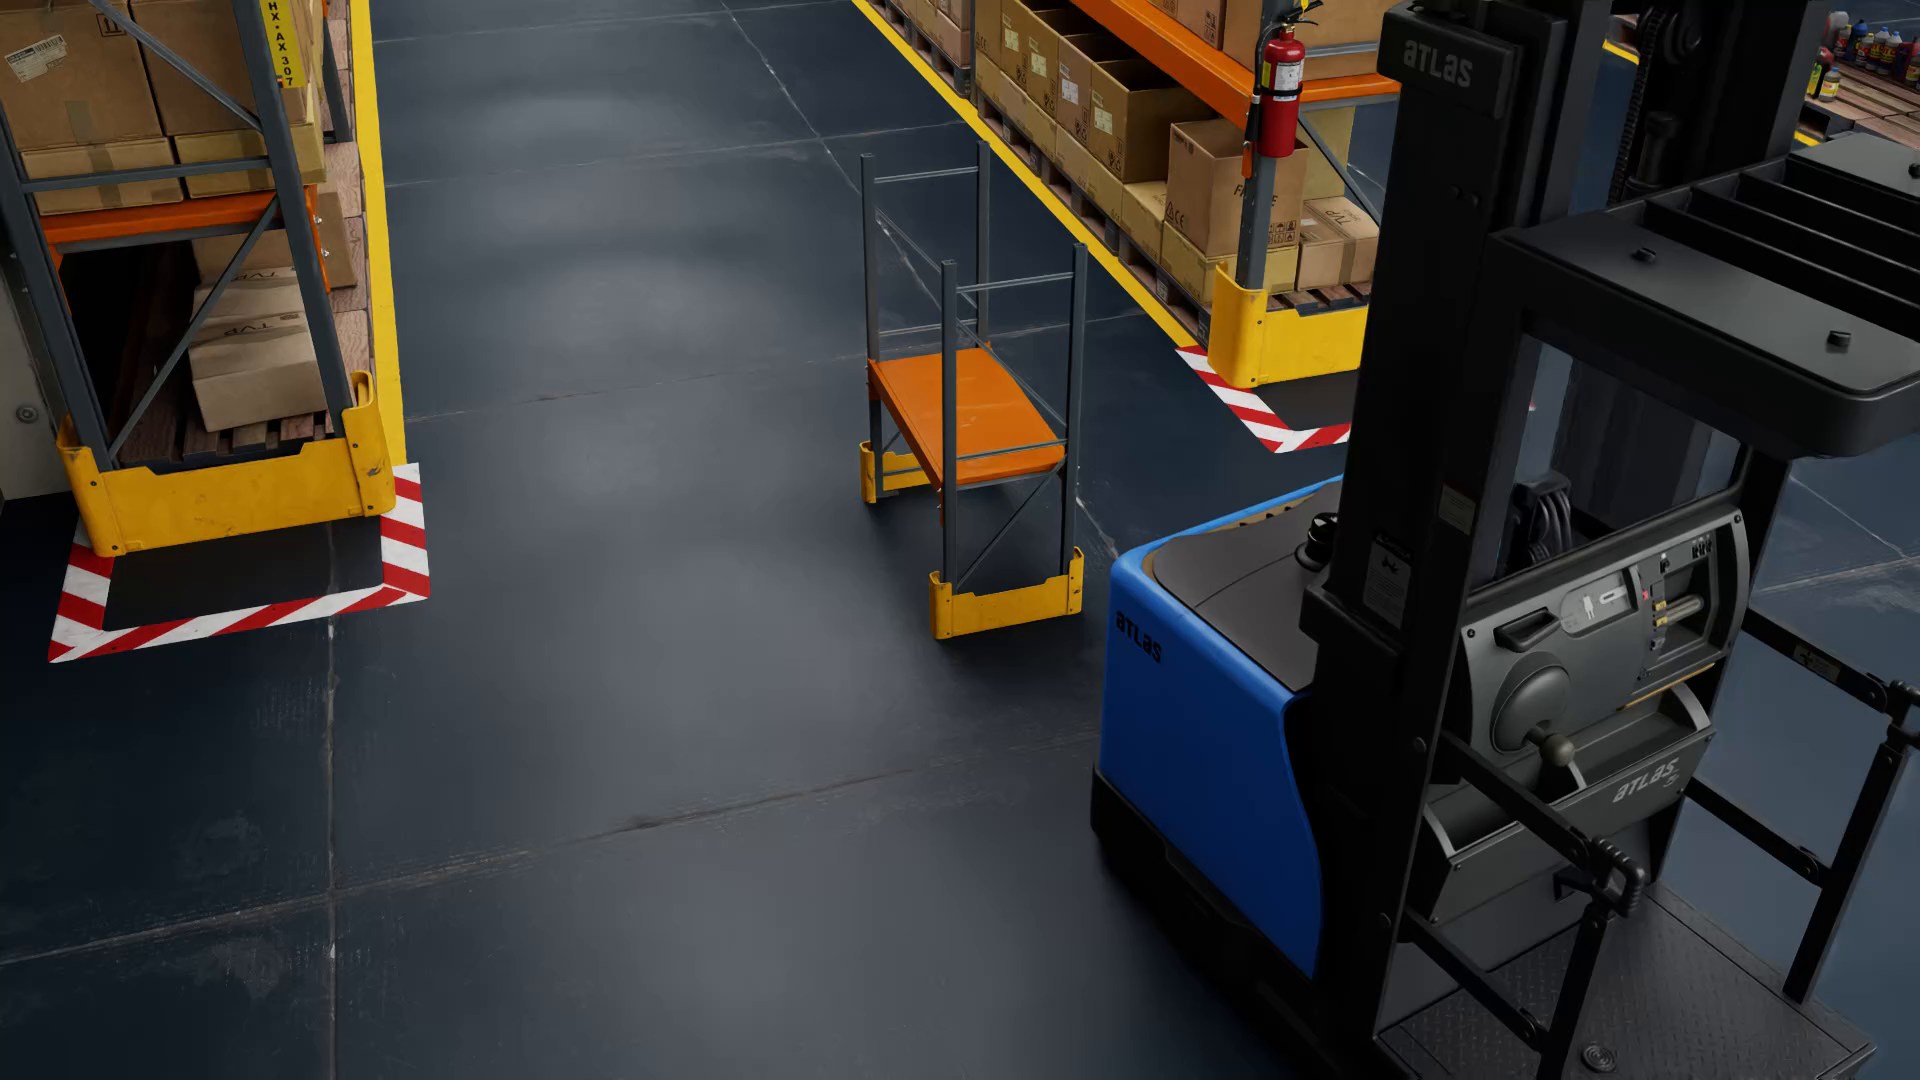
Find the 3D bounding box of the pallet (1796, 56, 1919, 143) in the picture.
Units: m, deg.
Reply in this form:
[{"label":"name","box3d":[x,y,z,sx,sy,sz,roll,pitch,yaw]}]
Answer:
[{"label":"pallet","box3d":[5.821,-2.922,10.981,1.003,0.211,1.213,-10,35,-15]}]

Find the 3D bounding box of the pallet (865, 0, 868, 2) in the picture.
[{"label":"pallet","box3d":[-0.444,-4.754,13.753,1.003,0.211,1.213,-10,35,-15]}]

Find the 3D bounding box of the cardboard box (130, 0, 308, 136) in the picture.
[{"label":"cardboard box","box3d":[-2.794,-1.881,6.313,0.500,0.500,0.500,-10,35,-15]}]

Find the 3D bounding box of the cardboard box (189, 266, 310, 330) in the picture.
[{"label":"cardboard box","box3d":[-3.234,-1.060,7.674,0.500,0.311,0.500,-7,34,-11]}]

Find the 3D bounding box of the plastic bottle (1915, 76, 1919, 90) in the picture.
[{"label":"plastic bottle","box3d":[6.244,-3.037,10.700,0.097,0.271,0.097,0,33,0]}]

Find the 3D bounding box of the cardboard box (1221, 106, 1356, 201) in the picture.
[{"label":"cardboard box","box3d":[1.676,-2.078,8.607,0.500,0.500,0.500,-10,35,-15]}]

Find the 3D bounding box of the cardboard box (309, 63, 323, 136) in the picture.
[{"label":"cardboard box","box3d":[-2.953,-1.847,6.942,0.500,0.250,0.500,-11,35,-16]}]

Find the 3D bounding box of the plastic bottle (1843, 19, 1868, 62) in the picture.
[{"label":"plastic bottle","box3d":[6.047,-3.375,11.213,0.097,0.271,0.097,0,33,0]}]

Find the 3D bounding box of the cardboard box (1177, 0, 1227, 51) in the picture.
[{"label":"cardboard box","box3d":[1.487,-2.720,8.055,0.700,0.500,0.500,-9,35,-13]}]

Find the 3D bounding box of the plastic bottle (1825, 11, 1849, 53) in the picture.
[{"label":"plastic bottle","box3d":[5.954,-3.488,11.380,0.152,0.276,0.135,-9,35,-14]}]

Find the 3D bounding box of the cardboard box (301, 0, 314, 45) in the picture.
[{"label":"cardboard box","box3d":[-3.087,-2.414,7.121,0.500,0.500,0.500,-11,35,-16]}]

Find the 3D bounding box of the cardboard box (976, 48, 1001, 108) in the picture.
[{"label":"cardboard box","box3d":[0.414,-2.990,10.667,0.500,0.250,0.500,-10,35,-15]}]

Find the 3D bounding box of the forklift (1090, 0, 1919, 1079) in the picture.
[{"label":"forklift","box3d":[1.605,0.275,3.675,1.130,2.935,3.031,-18,38,-26]}]

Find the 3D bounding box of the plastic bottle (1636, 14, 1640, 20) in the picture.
[{"label":"plastic bottle","box3d":[4.960,-3.891,11.994,0.097,0.271,0.097,0,33,0]}]

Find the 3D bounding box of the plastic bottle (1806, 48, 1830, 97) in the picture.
[{"label":"plastic bottle","box3d":[5.470,-2.986,10.613,0.061,0.283,0.133,-9,35,-14]}]

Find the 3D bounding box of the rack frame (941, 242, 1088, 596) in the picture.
[{"label":"rack frame","box3d":[0.181,-0.314,5.865,0.500,1.500,0.032,-10,35,-15]}]

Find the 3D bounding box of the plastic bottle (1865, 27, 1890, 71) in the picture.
[{"label":"plastic bottle","box3d":[6.109,-3.269,11.052,0.097,0.271,0.097,0,33,0]}]

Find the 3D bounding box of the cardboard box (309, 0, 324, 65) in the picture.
[{"label":"cardboard box","box3d":[-3.255,-2.381,7.750,0.500,0.250,0.500,-10,35,-14]}]

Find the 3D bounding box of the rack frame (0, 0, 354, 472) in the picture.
[{"label":"rack frame","box3d":[-2.935,-1.321,6.028,1.000,3.000,0.127,-10,35,-15]}]

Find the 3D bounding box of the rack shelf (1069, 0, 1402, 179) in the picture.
[{"label":"rack shelf","box3d":[1.172,-2.906,9.079,1.077,0.370,4.000,-10,35,-15]}]

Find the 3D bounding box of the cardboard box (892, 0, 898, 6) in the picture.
[{"label":"cardboard box","box3d":[-0.304,-4.255,12.581,0.500,0.250,0.500,-9,35,-14]}]

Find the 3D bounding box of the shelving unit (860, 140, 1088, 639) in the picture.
[{"label":"shelving unit","box3d":[0.023,-0.586,6.276,0.587,1.500,1.083,-10,35,-15]}]

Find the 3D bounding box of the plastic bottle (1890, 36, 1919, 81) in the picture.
[{"label":"plastic bottle","box3d":[6.192,-3.164,10.881,0.061,0.283,0.133,-9,35,-14]}]

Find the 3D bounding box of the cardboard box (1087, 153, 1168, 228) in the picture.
[{"label":"cardboard box","box3d":[1.019,-1.939,9.076,0.500,0.250,0.500,-10,35,-15]}]

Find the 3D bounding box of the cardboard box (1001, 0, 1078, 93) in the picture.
[{"label":"cardboard box","box3d":[0.565,-3.040,10.062,0.500,0.500,0.500,-10,35,-15]}]

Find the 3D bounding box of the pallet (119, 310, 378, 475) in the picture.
[{"label":"pallet","box3d":[-3.172,-0.630,7.512,1.003,0.211,1.213,-10,35,-15]}]

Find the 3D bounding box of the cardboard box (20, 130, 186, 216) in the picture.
[{"label":"cardboard box","box3d":[-3.262,-1.480,6.386,0.500,0.250,0.500,-10,35,-14]}]

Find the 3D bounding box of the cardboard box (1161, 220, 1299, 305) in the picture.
[{"label":"cardboard box","box3d":[1.337,-1.416,8.285,0.500,0.250,0.500,-10,35,-15]}]

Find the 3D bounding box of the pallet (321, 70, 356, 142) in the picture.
[{"label":"pallet","box3d":[-4.394,-2.666,10.593,1.003,0.211,1.213,-10,35,-15]}]

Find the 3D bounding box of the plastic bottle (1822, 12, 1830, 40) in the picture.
[{"label":"plastic bottle","box3d":[5.853,-3.473,11.350,0.061,0.283,0.133,-10,35,-15]}]

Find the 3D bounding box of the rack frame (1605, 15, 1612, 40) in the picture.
[{"label":"rack frame","box3d":[5.280,-5.087,11.728,1.000,3.000,0.127,-10,35,-15]}]

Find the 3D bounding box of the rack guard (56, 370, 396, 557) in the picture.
[{"label":"rack guard","box3d":[-2.958,-0.318,6.778,1.175,0.500,0.348,-10,35,-15]}]

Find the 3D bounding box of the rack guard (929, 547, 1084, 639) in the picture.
[{"label":"rack guard","box3d":[0.175,0.197,6.225,0.587,0.250,0.087,-10,35,-15]}]

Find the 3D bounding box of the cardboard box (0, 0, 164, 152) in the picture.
[{"label":"cardboard box","box3d":[-3.281,-1.791,6.178,0.500,0.500,0.500,-10,35,-15]}]

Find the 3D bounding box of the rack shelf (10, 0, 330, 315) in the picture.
[{"label":"rack shelf","box3d":[-3.545,-2.071,7.816,1.077,0.370,4.000,-10,35,-15]}]

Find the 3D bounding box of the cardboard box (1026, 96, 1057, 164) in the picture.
[{"label":"cardboard box","box3d":[0.710,-2.463,9.870,0.500,0.250,0.500,-10,35,-15]}]

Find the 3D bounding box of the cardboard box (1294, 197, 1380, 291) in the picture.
[{"label":"cardboard box","box3d":[1.830,-1.503,8.417,0.500,0.250,0.500,-10,35,-15]}]

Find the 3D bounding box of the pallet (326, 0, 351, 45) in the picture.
[{"label":"pallet","box3d":[-5.138,-3.947,12.532,1.003,0.211,1.213,-10,35,-15]}]

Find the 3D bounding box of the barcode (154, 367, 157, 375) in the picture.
[{"label":"barcode","box3d":[-3.446,-0.707,7.131,0.001,0.075,0.075,-10,35,-15]}]

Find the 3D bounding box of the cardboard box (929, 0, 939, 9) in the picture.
[{"label":"cardboard box","box3d":[0.001,-3.955,11.618,0.500,0.311,0.500,-9,35,-13]}]

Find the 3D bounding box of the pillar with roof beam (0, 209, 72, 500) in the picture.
[{"label":"pillar with roof beam","box3d":[0.128,-4.770,5.806,9.100,9.000,0.400,-10,35,-15]}]

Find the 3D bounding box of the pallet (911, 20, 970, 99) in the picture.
[{"label":"pallet","box3d":[0.300,-3.473,11.814,1.003,0.211,1.213,-10,35,-15]}]

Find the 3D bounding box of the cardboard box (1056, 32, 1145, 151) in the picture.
[{"label":"cardboard box","box3d":[0.865,-2.514,9.266,0.500,0.500,0.500,-10,35,-15]}]

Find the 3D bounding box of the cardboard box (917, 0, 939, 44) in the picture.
[{"label":"cardboard box","box3d":[0.007,-3.719,11.770,0.500,0.250,0.500,-11,35,-15]}]

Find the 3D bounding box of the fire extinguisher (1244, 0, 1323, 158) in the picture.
[{"label":"fire extinguisher","box3d":[1.376,-1.984,7.101,0.296,0.674,0.183,-10,35,-15]}]

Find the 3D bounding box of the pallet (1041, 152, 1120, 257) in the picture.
[{"label":"pallet","box3d":[1.140,-2.027,9.625,1.003,0.211,1.213,-10,35,-15]}]

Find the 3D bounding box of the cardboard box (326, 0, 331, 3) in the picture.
[{"label":"cardboard box","box3d":[-5.106,-4.293,12.394,0.700,0.500,0.500,-10,35,-14]}]

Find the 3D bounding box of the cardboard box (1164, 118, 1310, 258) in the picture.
[{"label":"cardboard box","box3d":[1.335,-1.728,8.078,0.500,0.500,0.500,-10,35,-15]}]
